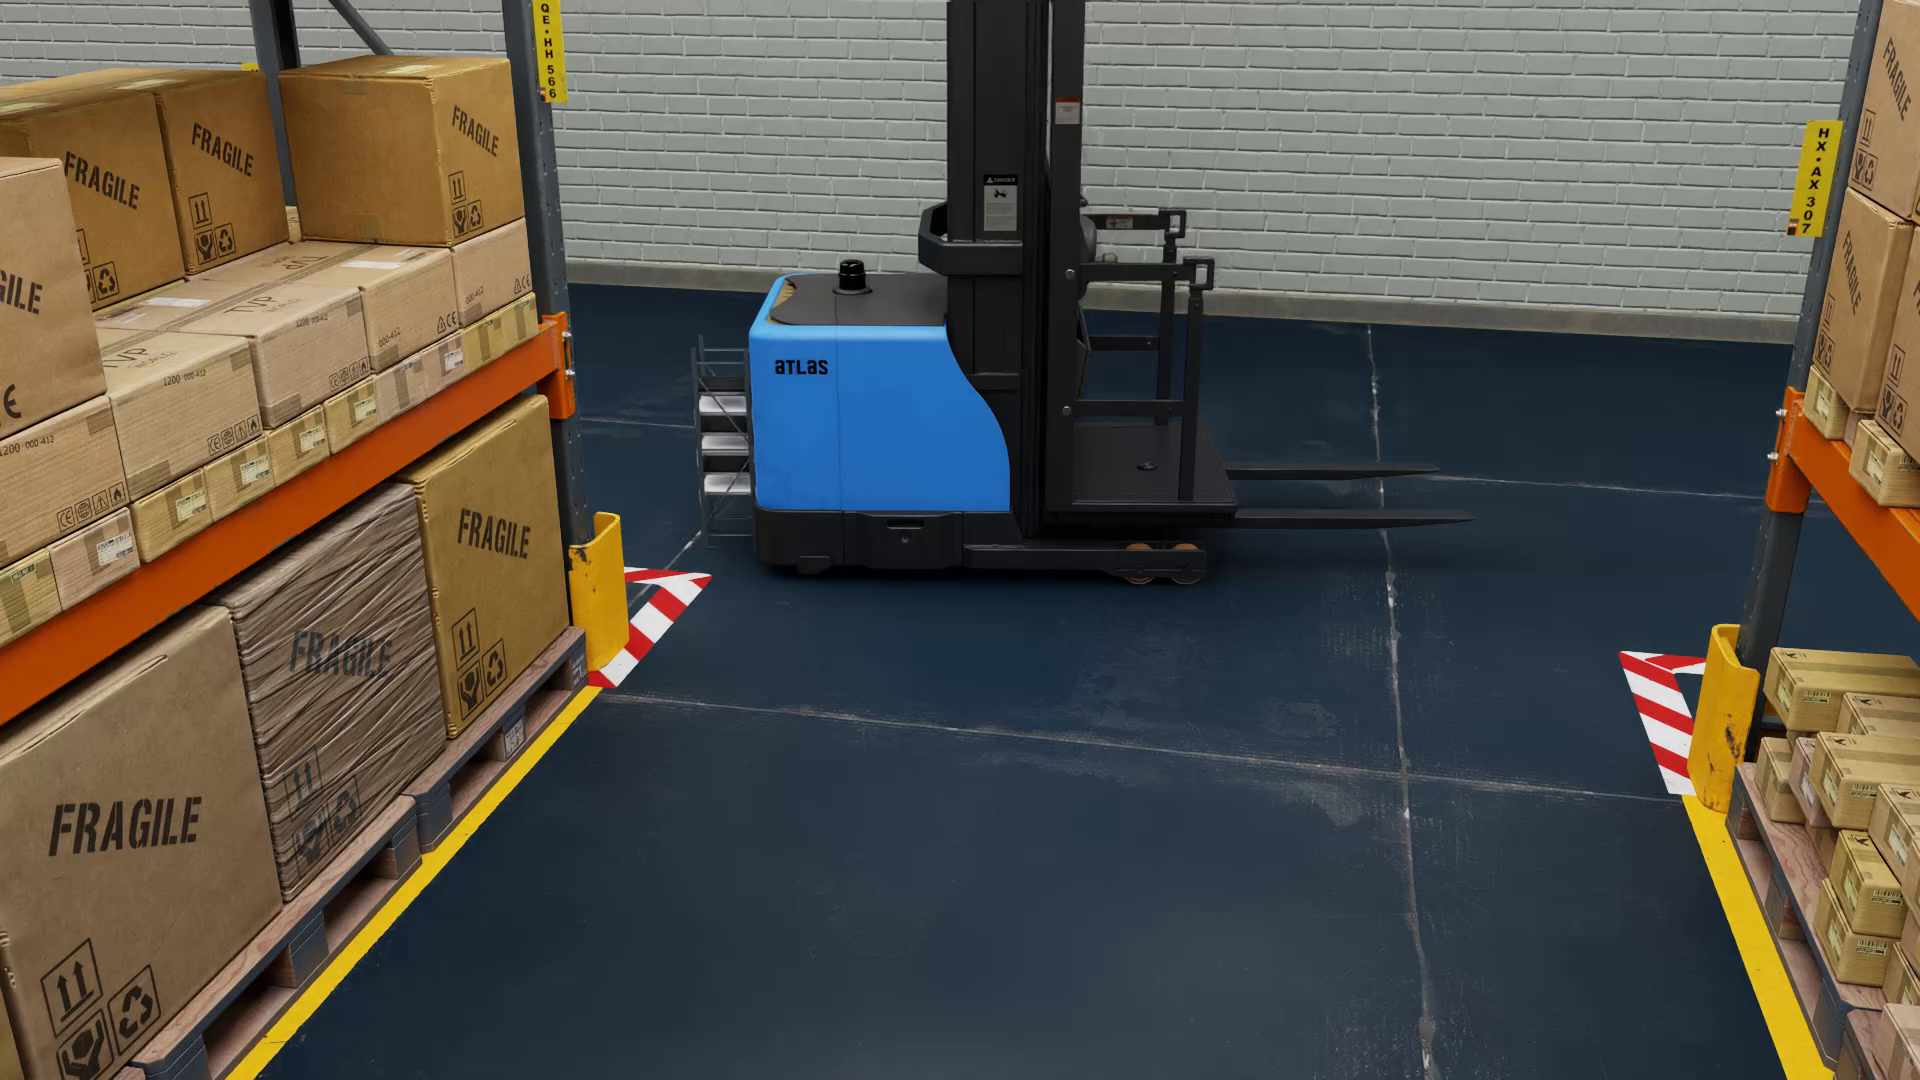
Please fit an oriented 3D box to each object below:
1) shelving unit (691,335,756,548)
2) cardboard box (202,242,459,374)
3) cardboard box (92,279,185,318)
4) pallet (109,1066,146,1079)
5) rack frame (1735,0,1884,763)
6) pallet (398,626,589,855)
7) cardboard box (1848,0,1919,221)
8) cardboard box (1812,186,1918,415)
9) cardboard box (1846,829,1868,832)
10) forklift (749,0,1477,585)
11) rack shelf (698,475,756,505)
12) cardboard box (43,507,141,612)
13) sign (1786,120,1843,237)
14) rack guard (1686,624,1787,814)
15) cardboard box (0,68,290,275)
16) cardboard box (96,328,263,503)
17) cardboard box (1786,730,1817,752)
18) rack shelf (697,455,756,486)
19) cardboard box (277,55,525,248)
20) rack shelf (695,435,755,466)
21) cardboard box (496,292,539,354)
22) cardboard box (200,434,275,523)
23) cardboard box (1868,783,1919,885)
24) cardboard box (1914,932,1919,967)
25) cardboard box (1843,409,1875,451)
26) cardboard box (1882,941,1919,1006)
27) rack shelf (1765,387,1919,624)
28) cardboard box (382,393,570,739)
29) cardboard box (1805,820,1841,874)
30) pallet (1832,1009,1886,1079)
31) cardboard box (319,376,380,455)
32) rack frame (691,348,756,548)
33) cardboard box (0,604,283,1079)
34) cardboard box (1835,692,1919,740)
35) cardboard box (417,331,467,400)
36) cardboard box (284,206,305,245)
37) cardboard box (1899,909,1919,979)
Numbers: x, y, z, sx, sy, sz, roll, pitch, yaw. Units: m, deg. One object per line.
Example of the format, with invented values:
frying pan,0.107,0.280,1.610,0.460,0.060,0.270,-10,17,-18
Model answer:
shelving unit,-1.000,-0.420,7.191,0.258,0.900,0.210,0,22,1
cardboard box,-1.815,-0.683,4.837,0.500,0.250,0.500,4,22,10
cardboard box,-2.440,-0.537,4.474,0.500,0.250,0.500,4,22,9
pallet,-2.456,1.487,3.380,1.003,0.211,1.213,4,22,11
rack frame,2.963,-0.583,4.785,1.000,3.000,0.127,4,22,11
pallet,-1.958,0.594,5.596,1.003,0.211,1.213,4,22,11
cardboard box,2.612,-1.087,4.167,0.500,0.500,0.500,4,22,11
cardboard box,2.601,-0.624,4.355,0.500,0.500,0.500,6,23,13
cardboard box,2.531,0.771,4.279,0.380,0.149,0.250,5,22,12
forklift,0.664,-1.376,6.847,3.031,2.935,1.130,0,22,1
rack shelf,-0.999,-0.222,7.271,0.258,0.077,0.200,0,22,1
cardboard box,-2.038,0.025,3.613,0.380,0.149,0.250,5,22,12
sign,2.432,-1.025,4.726,0.100,0.325,0.005,4,22,11
rack guard,2.948,0.605,5.183,1.175,0.500,0.348,4,22,11
cardboard box,-2.336,-1.076,4.809,0.500,0.500,0.500,4,22,10
cardboard box,-2.021,-0.306,3.901,0.500,0.250,0.500,4,22,11
cardboard box,2.605,0.579,4.756,0.380,0.149,0.250,5,23,13
rack shelf,-1.000,-0.306,7.237,0.258,0.077,0.200,0,22,1
cardboard box,-1.714,-1.216,5.156,0.500,0.500,0.500,5,22,12
rack shelf,-1.000,-0.389,7.204,0.258,0.077,0.200,0,22,1
cardboard box,-1.622,-0.726,5.477,0.380,0.149,0.250,5,22,12
cardboard box,-1.934,-0.167,4.089,0.380,0.149,0.250,5,22,12
cardboard box,2.439,0.724,3.998,0.380,0.149,0.250,3,22,8
cardboard box,2.275,0.918,3.518,0.380,0.149,0.250,5,22,12
cardboard box,2.565,-0.276,4.361,0.380,0.149,0.250,5,23,13
cardboard box,2.408,1.091,3.883,0.380,0.149,0.250,5,22,11
rack shelf,2.555,0.483,3.103,1.077,0.370,4.000,4,22,11
cardboard box,-1.924,0.033,5.538,0.875,0.875,0.875,4,22,11
cardboard box,2.570,0.814,4.571,0.380,0.149,0.250,4,22,11
pallet,2.496,1.478,3.401,1.003,0.211,1.213,4,22,11
cardboard box,-1.829,-0.352,4.549,0.380,0.149,0.250,4,22,10
rack frame,-1.001,-0.382,7.097,0.240,0.900,0.006,0,22,1
cardboard box,-2.291,0.692,3.903,0.875,0.875,0.875,4,22,11
cardboard box,2.585,0.545,4.443,0.380,0.149,0.250,5,22,12
cardboard box,-1.726,-0.538,5.012,0.380,0.149,0.250,5,22,11
cardboard box,-2.234,-0.911,5.403,0.500,0.250,0.500,4,22,9
cardboard box,2.411,0.961,3.808,0.380,0.149,0.250,3,22,8
